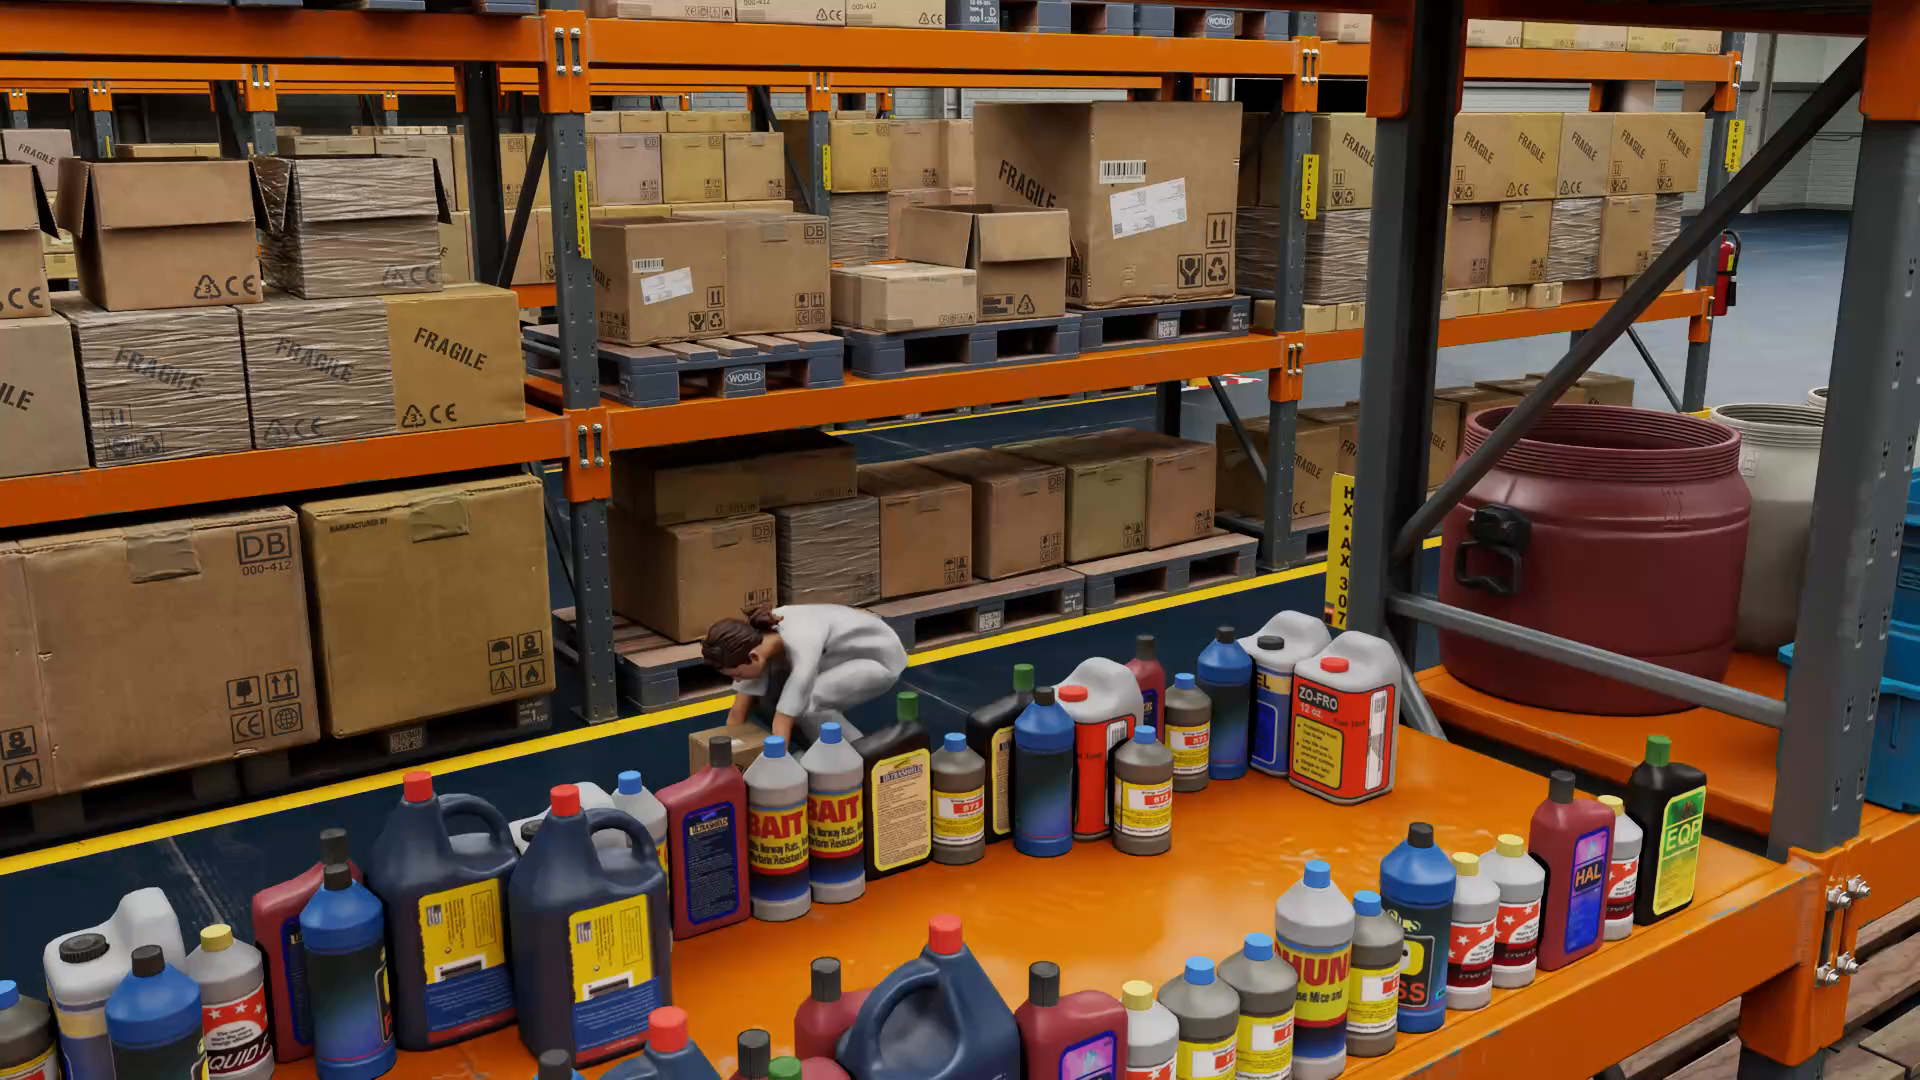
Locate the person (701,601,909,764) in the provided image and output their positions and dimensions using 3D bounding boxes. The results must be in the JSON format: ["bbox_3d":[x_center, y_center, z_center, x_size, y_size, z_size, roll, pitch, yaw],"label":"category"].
[{"bbox_3d":[-0.586,0.574,6.222,0.848,0.791,0.455,-11,18,-36],"label":"person"}]
